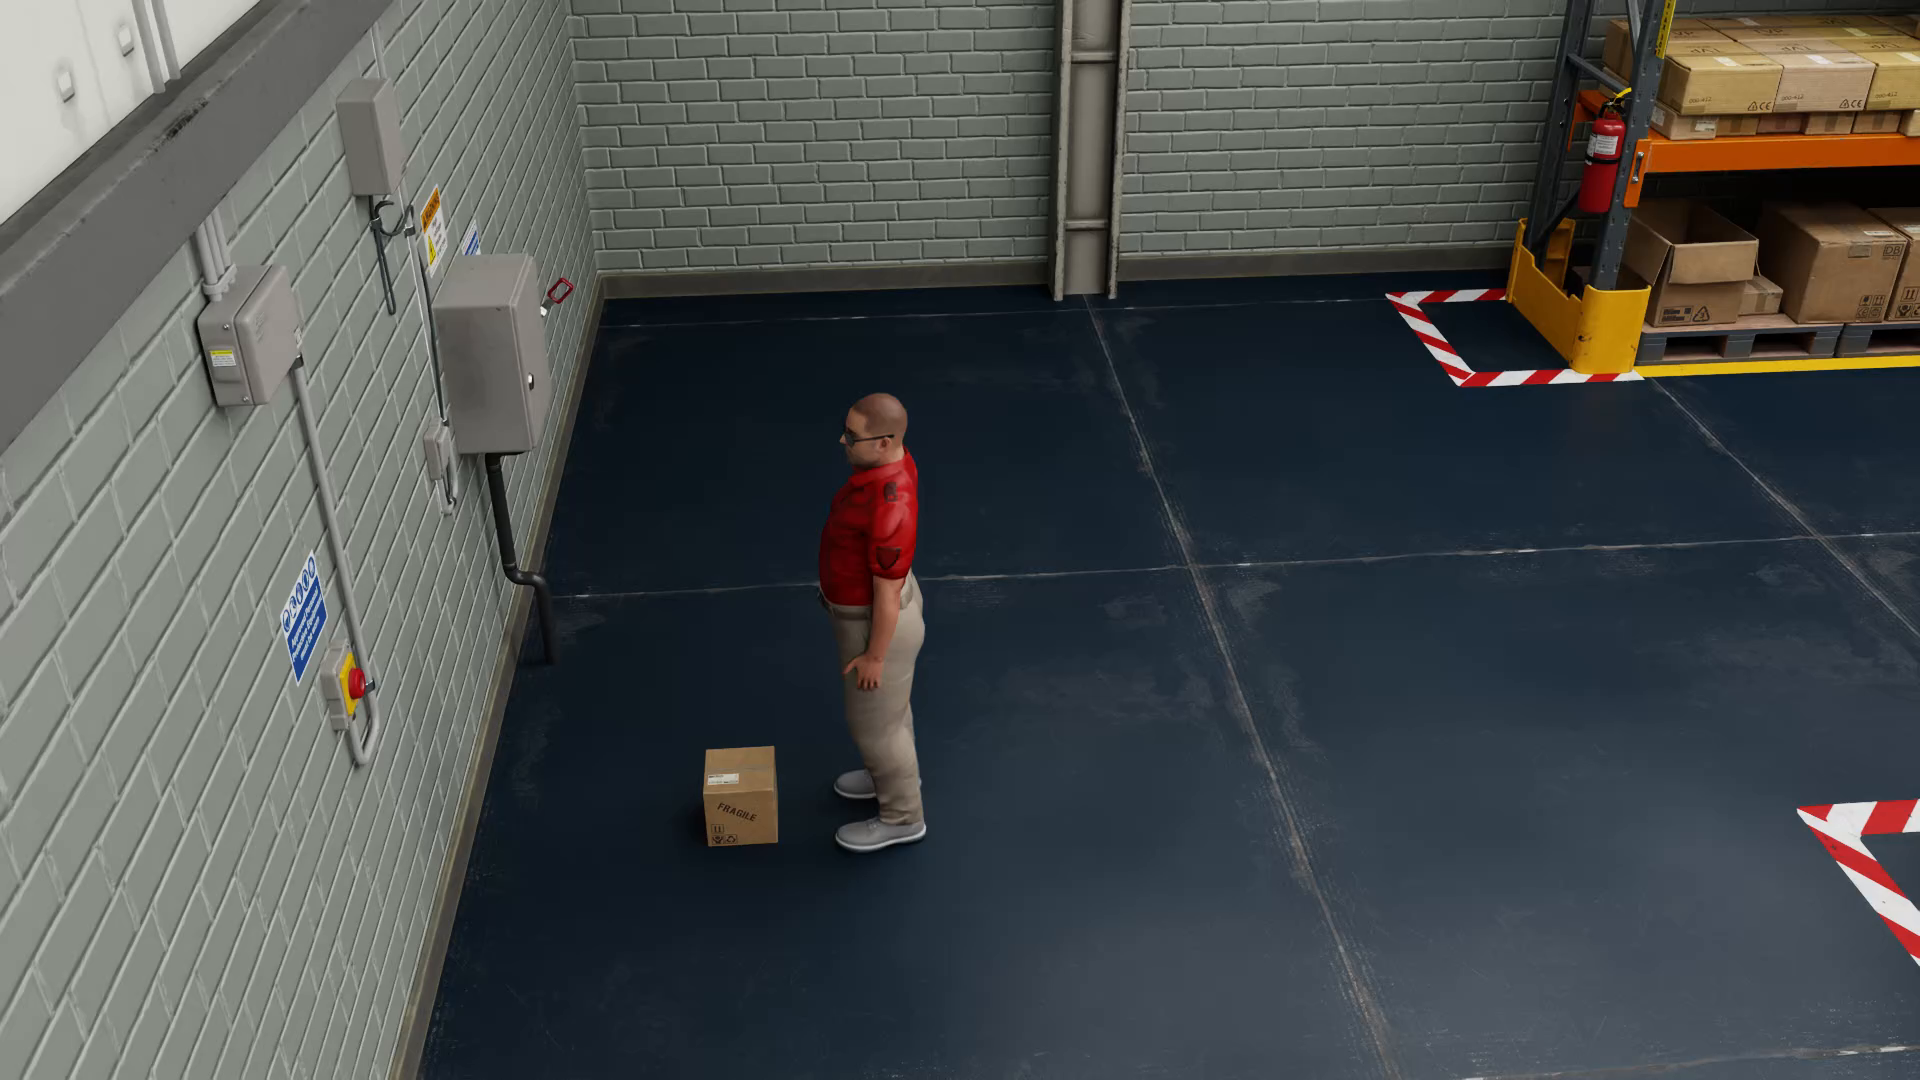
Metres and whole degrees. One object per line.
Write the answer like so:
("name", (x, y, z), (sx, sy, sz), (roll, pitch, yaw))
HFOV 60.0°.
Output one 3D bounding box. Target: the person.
("person", (-0.303, 0.284, 5.680), (0.361, 1.723, 0.526), (-2, 31, -3))
